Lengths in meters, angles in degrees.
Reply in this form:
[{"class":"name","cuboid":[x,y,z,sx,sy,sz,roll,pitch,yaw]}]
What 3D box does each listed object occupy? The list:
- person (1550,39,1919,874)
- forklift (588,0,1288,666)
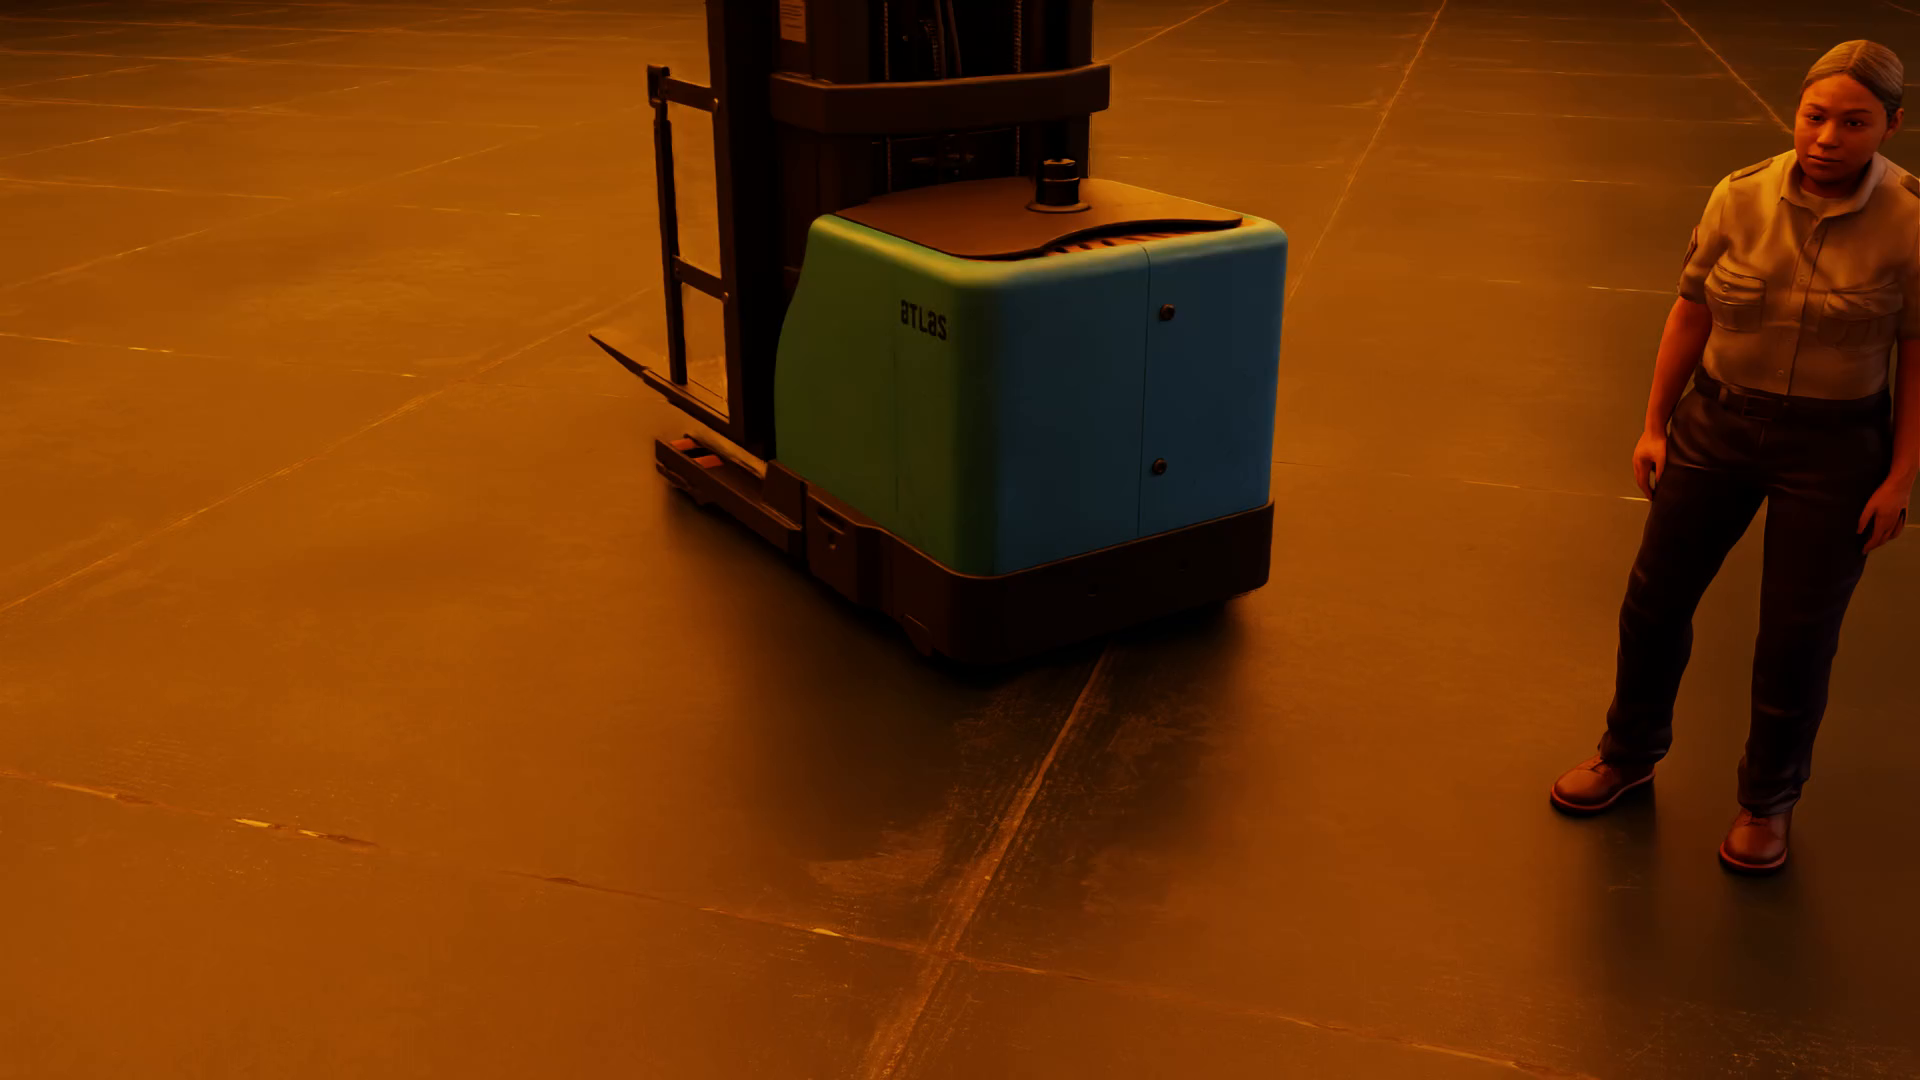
[{"class":"person","cuboid":[1.618,-0.157,3.342,0.557,1.650,0.369,18,28,37]},{"class":"forklift","cuboid":[-0.355,-1.551,5.036,1.130,2.935,3.031,-14,26,-30]}]
